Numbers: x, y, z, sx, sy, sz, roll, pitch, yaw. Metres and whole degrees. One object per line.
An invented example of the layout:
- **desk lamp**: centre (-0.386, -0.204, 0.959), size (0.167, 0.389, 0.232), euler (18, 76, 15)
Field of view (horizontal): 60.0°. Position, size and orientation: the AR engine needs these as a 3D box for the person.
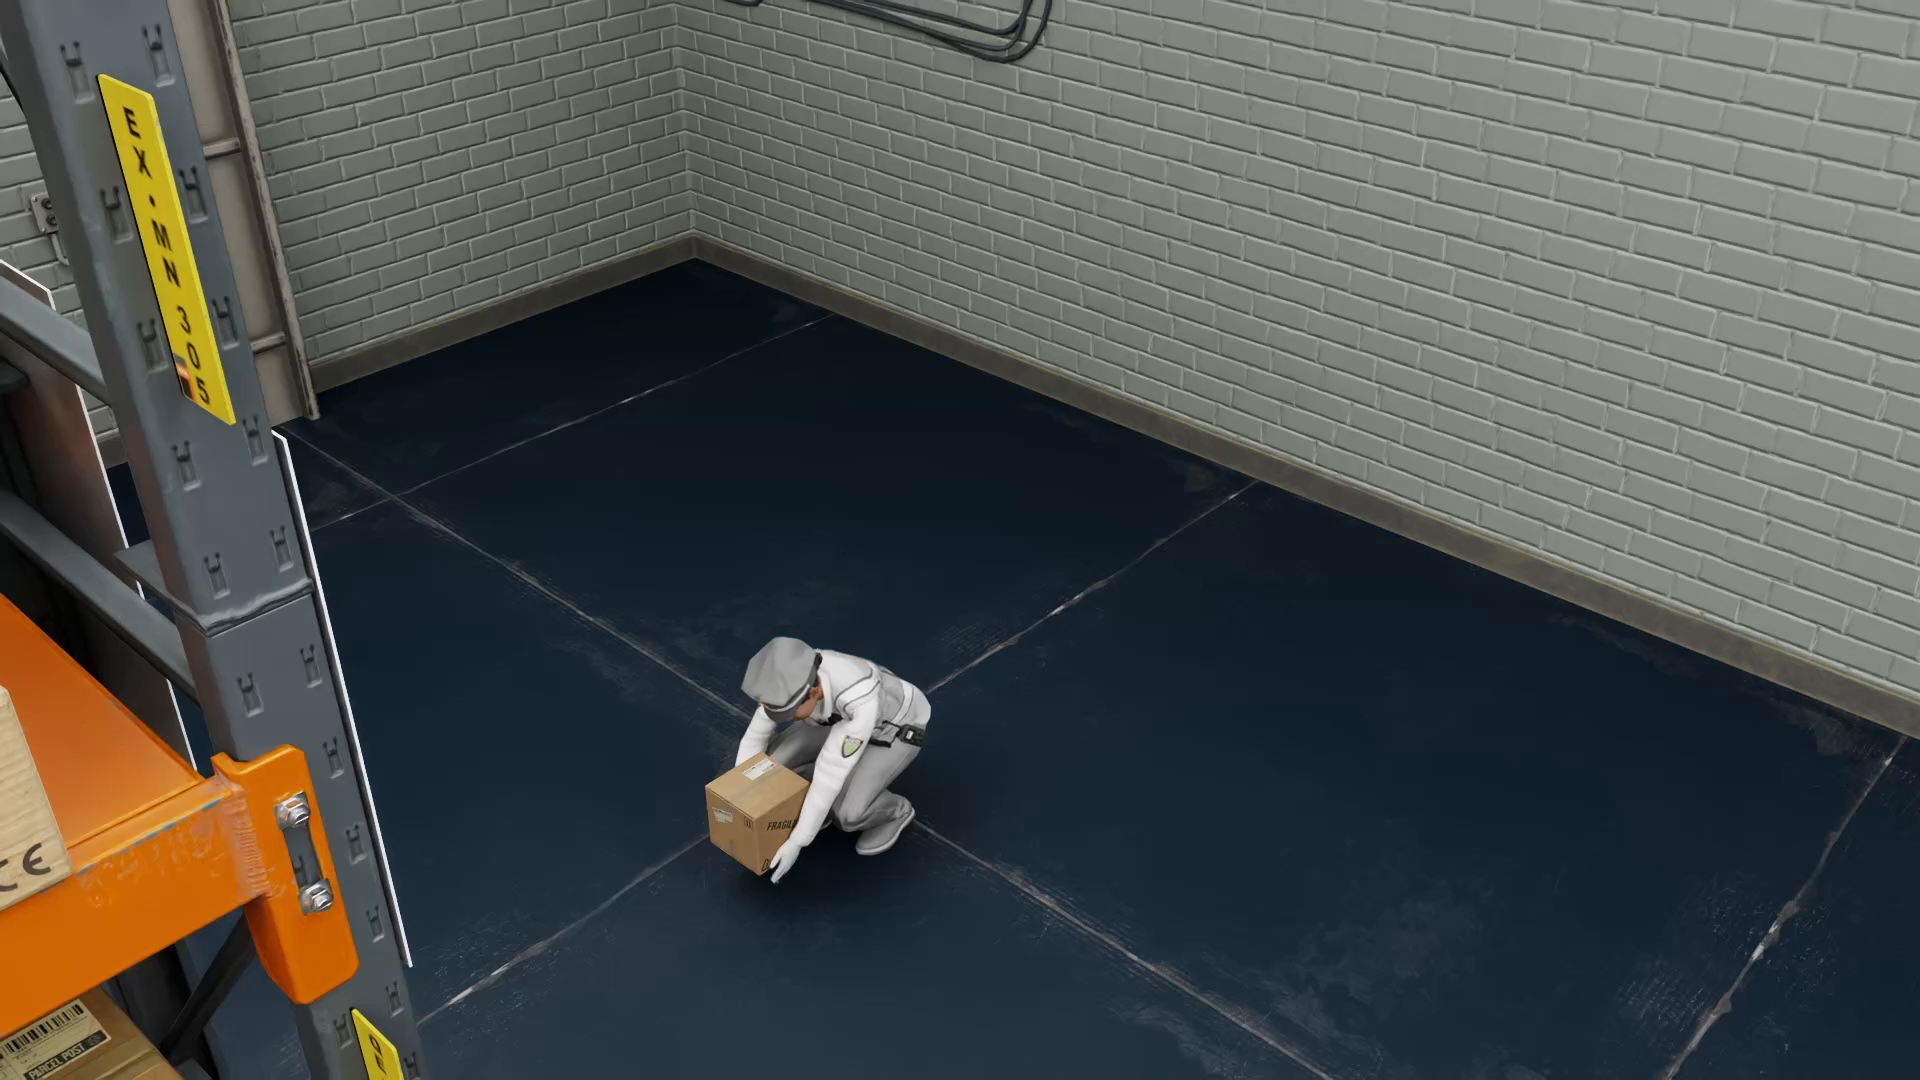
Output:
- **person**: centre (-0.456, 0.666, 5.729), size (0.489, 0.970, 0.826), euler (25, 39, 34)
